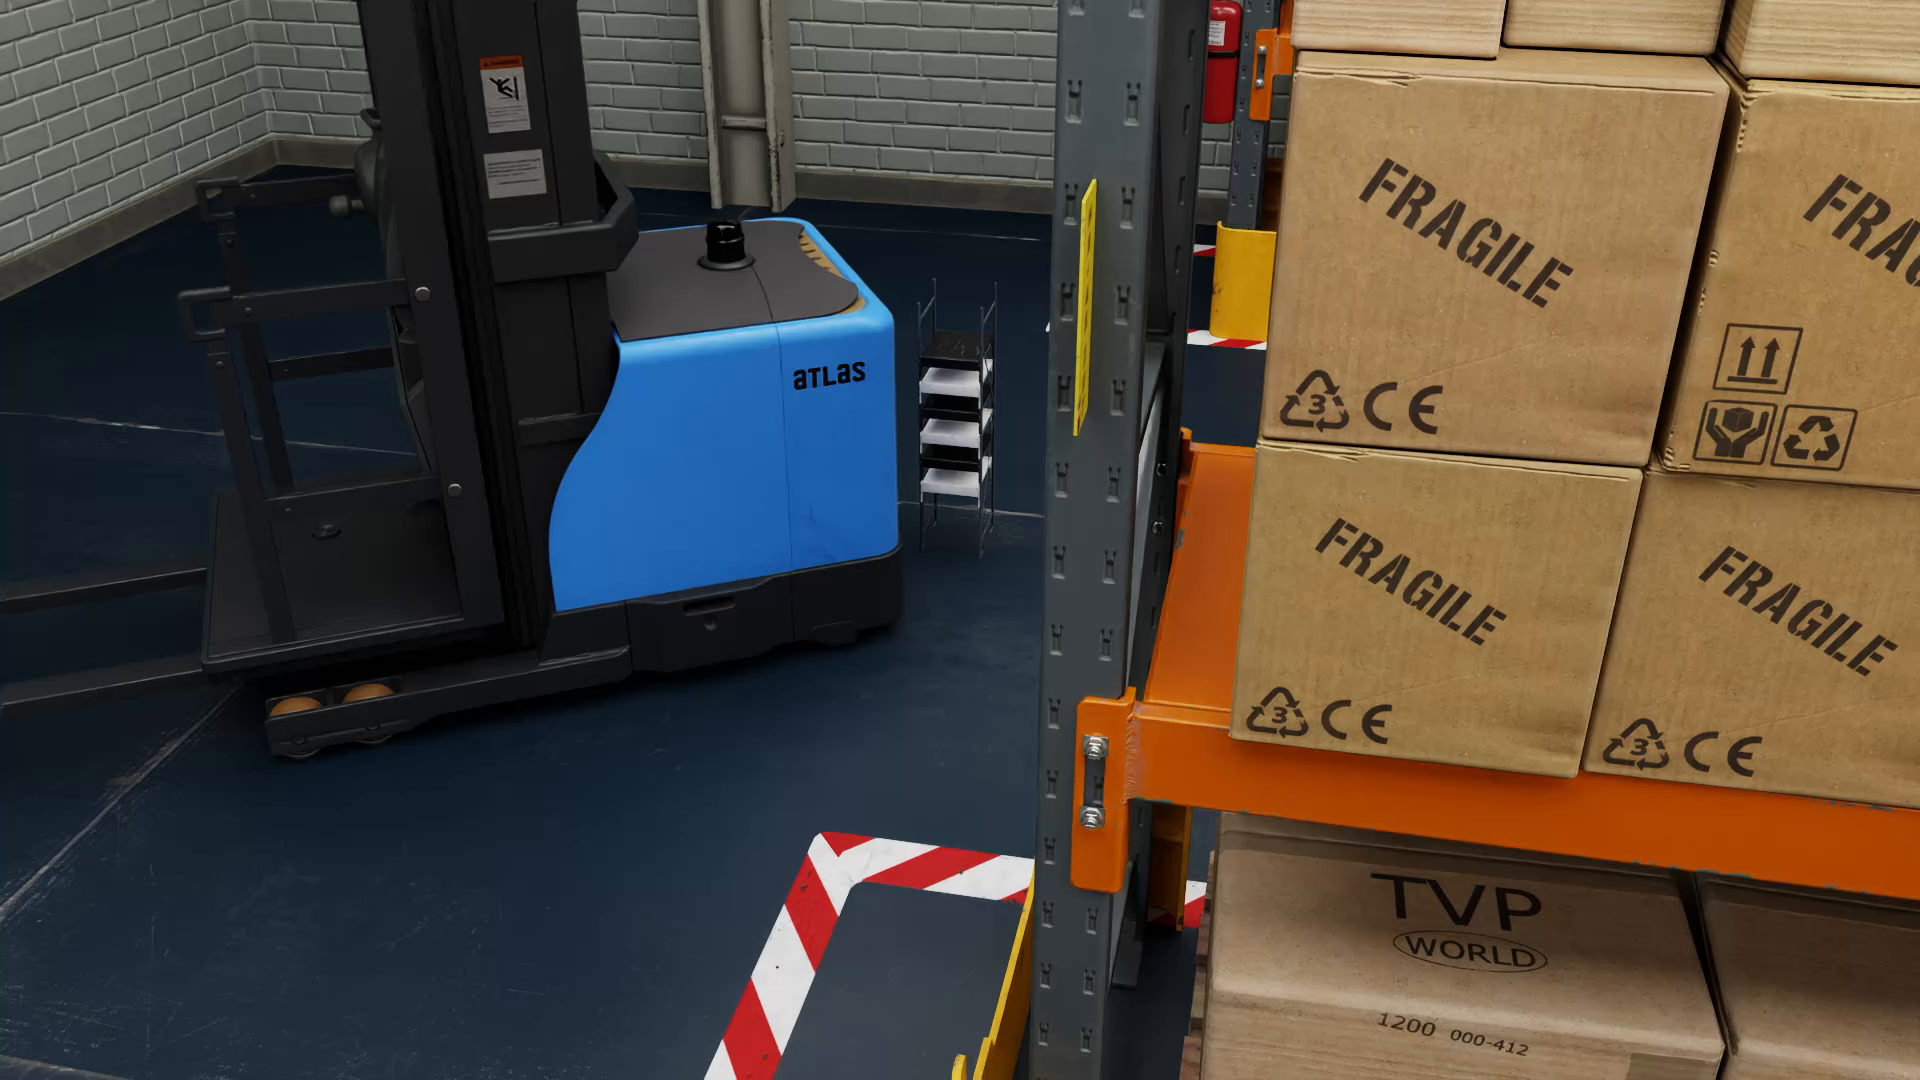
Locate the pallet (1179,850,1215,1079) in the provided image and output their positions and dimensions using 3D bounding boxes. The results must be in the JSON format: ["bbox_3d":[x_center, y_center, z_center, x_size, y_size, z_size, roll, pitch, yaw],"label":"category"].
[{"bbox_3d":[1.085,1.117,3.490,1.213,0.211,1.003,6,29,11],"label":"pallet"}]

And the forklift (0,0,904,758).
[{"bbox_3d":[-1.747,-0.965,4.461,3.031,2.935,1.130,-10,30,-17],"label":"forklift"}]

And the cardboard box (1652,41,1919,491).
[{"bbox_3d":[1.204,-0.401,2.214,0.500,0.500,0.500,5,29,9],"label":"cardboard box"}]

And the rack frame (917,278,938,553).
[{"bbox_3d":[-0.107,-0.406,5.554,0.006,0.900,0.240,6,29,11],"label":"rack frame"}]

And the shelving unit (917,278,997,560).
[{"bbox_3d":[-0.008,-0.396,5.535,0.210,0.900,0.258,6,29,11],"label":"shelving unit"}]

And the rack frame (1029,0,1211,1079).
[{"bbox_3d":[0.287,-0.149,2.899,0.127,3.000,1.000,6,29,11],"label":"rack frame"}]

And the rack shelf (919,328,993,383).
[{"bbox_3d":[-0.008,-0.603,5.422,0.200,0.077,0.258,6,29,11],"label":"rack shelf"}]

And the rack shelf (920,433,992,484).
[{"bbox_3d":[-0.008,-0.287,5.595,0.200,0.077,0.258,6,29,11],"label":"rack shelf"}]

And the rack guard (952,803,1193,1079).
[{"bbox_3d":[0.263,0.945,3.504,0.348,0.500,1.175,6,29,11],"label":"rack guard"}]

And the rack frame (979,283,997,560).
[{"bbox_3d":[0.091,-0.385,5.517,0.006,0.900,0.240,6,29,11],"label":"rack frame"}]

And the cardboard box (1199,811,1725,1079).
[{"bbox_3d":[0.953,0.809,3.379,0.875,0.438,0.875,5,29,9],"label":"cardboard box"}]

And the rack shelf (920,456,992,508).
[{"bbox_3d":[-0.008,-0.208,5.638,0.200,0.077,0.258,6,29,11],"label":"rack shelf"}]

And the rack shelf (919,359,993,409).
[{"bbox_3d":[-0.008,-0.524,5.465,0.200,0.077,0.258,6,29,11],"label":"rack shelf"}]

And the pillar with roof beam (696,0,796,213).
[{"bbox_3d":[-2.028,-3.784,3.292,0.400,9.000,9.100,6,29,11],"label":"pillar with roof beam"}]

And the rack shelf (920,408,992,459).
[{"bbox_3d":[-0.008,-0.366,5.551,0.200,0.077,0.258,6,29,11],"label":"rack shelf"}]

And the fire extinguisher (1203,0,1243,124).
[{"bbox_3d":[1.079,-2.081,6.897,0.183,0.674,0.296,6,29,11],"label":"fire extinguisher"}]

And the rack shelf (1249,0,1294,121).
[{"bbox_3d":[3.276,-1.965,6.964,4.000,0.370,1.077,6,29,11],"label":"rack shelf"}]

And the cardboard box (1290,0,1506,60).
[{"bbox_3d":[0.576,-0.751,2.177,0.250,0.149,0.380,6,29,12],"label":"cardboard box"}]

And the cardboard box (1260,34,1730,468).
[{"bbox_3d":[0.697,-0.450,2.303,0.500,0.500,0.500,5,29,9],"label":"cardboard box"}]

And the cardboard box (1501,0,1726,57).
[{"bbox_3d":[0.847,-0.758,2.190,0.250,0.149,0.380,7,29,12],"label":"cardboard box"}]

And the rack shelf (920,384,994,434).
[{"bbox_3d":[-0.008,-0.445,5.508,0.200,0.077,0.258,6,29,11],"label":"rack shelf"}]

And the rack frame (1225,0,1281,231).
[{"bbox_3d":[1.320,-2.481,7.158,0.127,3.000,1.000,6,29,11],"label":"rack frame"}]

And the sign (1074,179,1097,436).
[{"bbox_3d":[0.165,-0.304,2.198,0.005,0.325,0.100,6,29,11],"label":"sign"}]

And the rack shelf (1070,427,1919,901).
[{"bbox_3d":[2.243,0.367,2.706,4.000,0.370,1.077,6,29,11],"label":"rack shelf"}]

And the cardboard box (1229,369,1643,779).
[{"bbox_3d":[0.696,-0.010,2.541,0.500,0.500,0.500,6,29,10],"label":"cardboard box"}]

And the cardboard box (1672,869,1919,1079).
[{"bbox_3d":[1.850,0.897,3.218,0.875,0.438,0.875,7,29,12],"label":"cardboard box"}]

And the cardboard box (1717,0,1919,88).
[{"bbox_3d":[1.078,-0.678,2.044,0.250,0.149,0.380,7,29,12],"label":"cardboard box"}]

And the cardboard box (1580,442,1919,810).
[{"bbox_3d":[1.197,0.027,2.472,0.500,0.500,0.500,5,29,10],"label":"cardboard box"}]

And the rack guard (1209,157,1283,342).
[{"bbox_3d":[1.394,-1.377,7.744,0.348,0.500,1.175,6,29,11],"label":"rack guard"}]
